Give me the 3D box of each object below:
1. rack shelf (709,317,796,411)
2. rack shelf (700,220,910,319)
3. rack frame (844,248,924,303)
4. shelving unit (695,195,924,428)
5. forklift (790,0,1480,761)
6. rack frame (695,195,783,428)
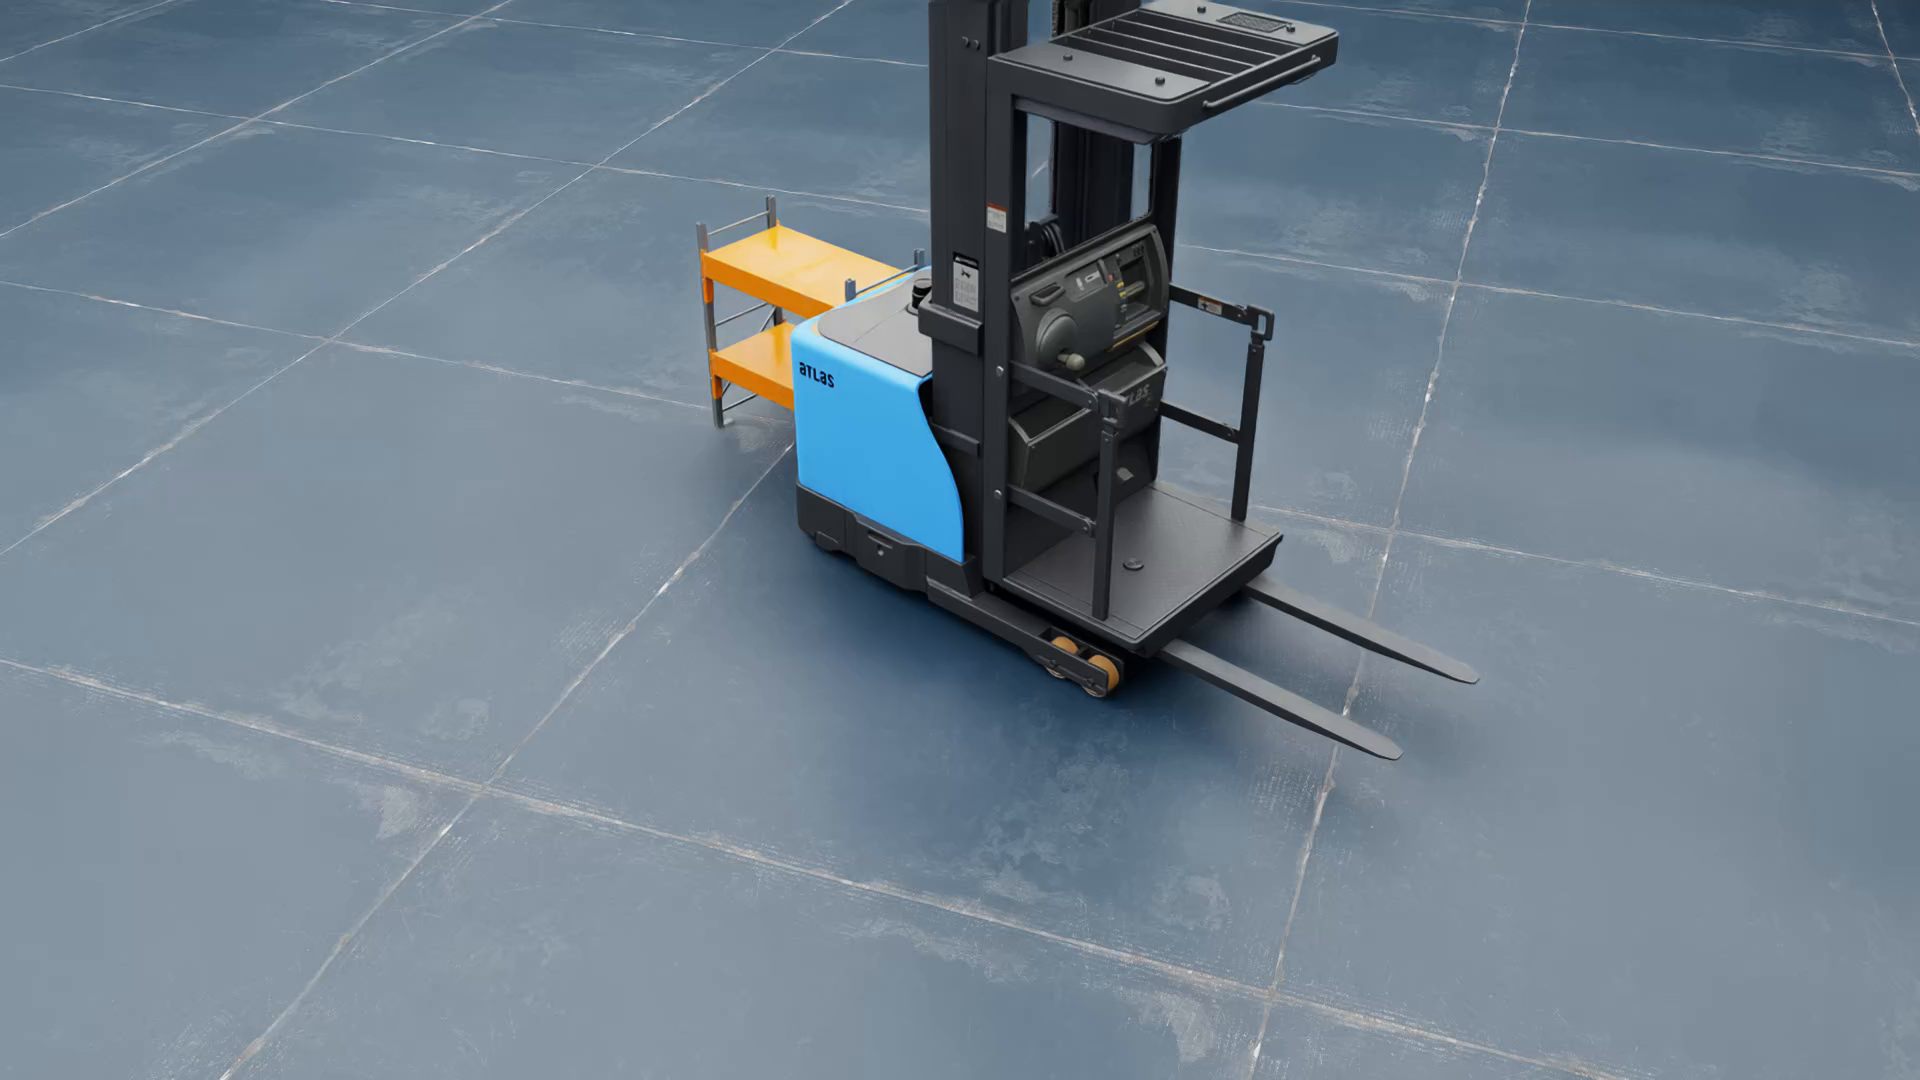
[{"bbox_3d":[-0.725,-0.770,8.357,1.000,0.278,0.538,26,41,34],"label":"rack shelf"},{"bbox_3d":[-0.725,-1.222,8.065,1.000,0.278,0.538,26,41,34],"label":"rack shelf"},{"bbox_3d":[-0.344,-0.793,7.941,0.032,1.125,0.500,26,41,34],"label":"rack frame"},{"bbox_3d":[-0.725,-0.976,8.224,1.048,1.125,0.538,26,41,34],"label":"shelving unit"},{"bbox_3d":[0.684,-0.916,6.467,3.031,2.935,1.130,26,41,34],"label":"forklift"},{"bbox_3d":[-1.105,-1.159,8.508,0.032,1.125,0.500,26,41,34],"label":"rack frame"}]
